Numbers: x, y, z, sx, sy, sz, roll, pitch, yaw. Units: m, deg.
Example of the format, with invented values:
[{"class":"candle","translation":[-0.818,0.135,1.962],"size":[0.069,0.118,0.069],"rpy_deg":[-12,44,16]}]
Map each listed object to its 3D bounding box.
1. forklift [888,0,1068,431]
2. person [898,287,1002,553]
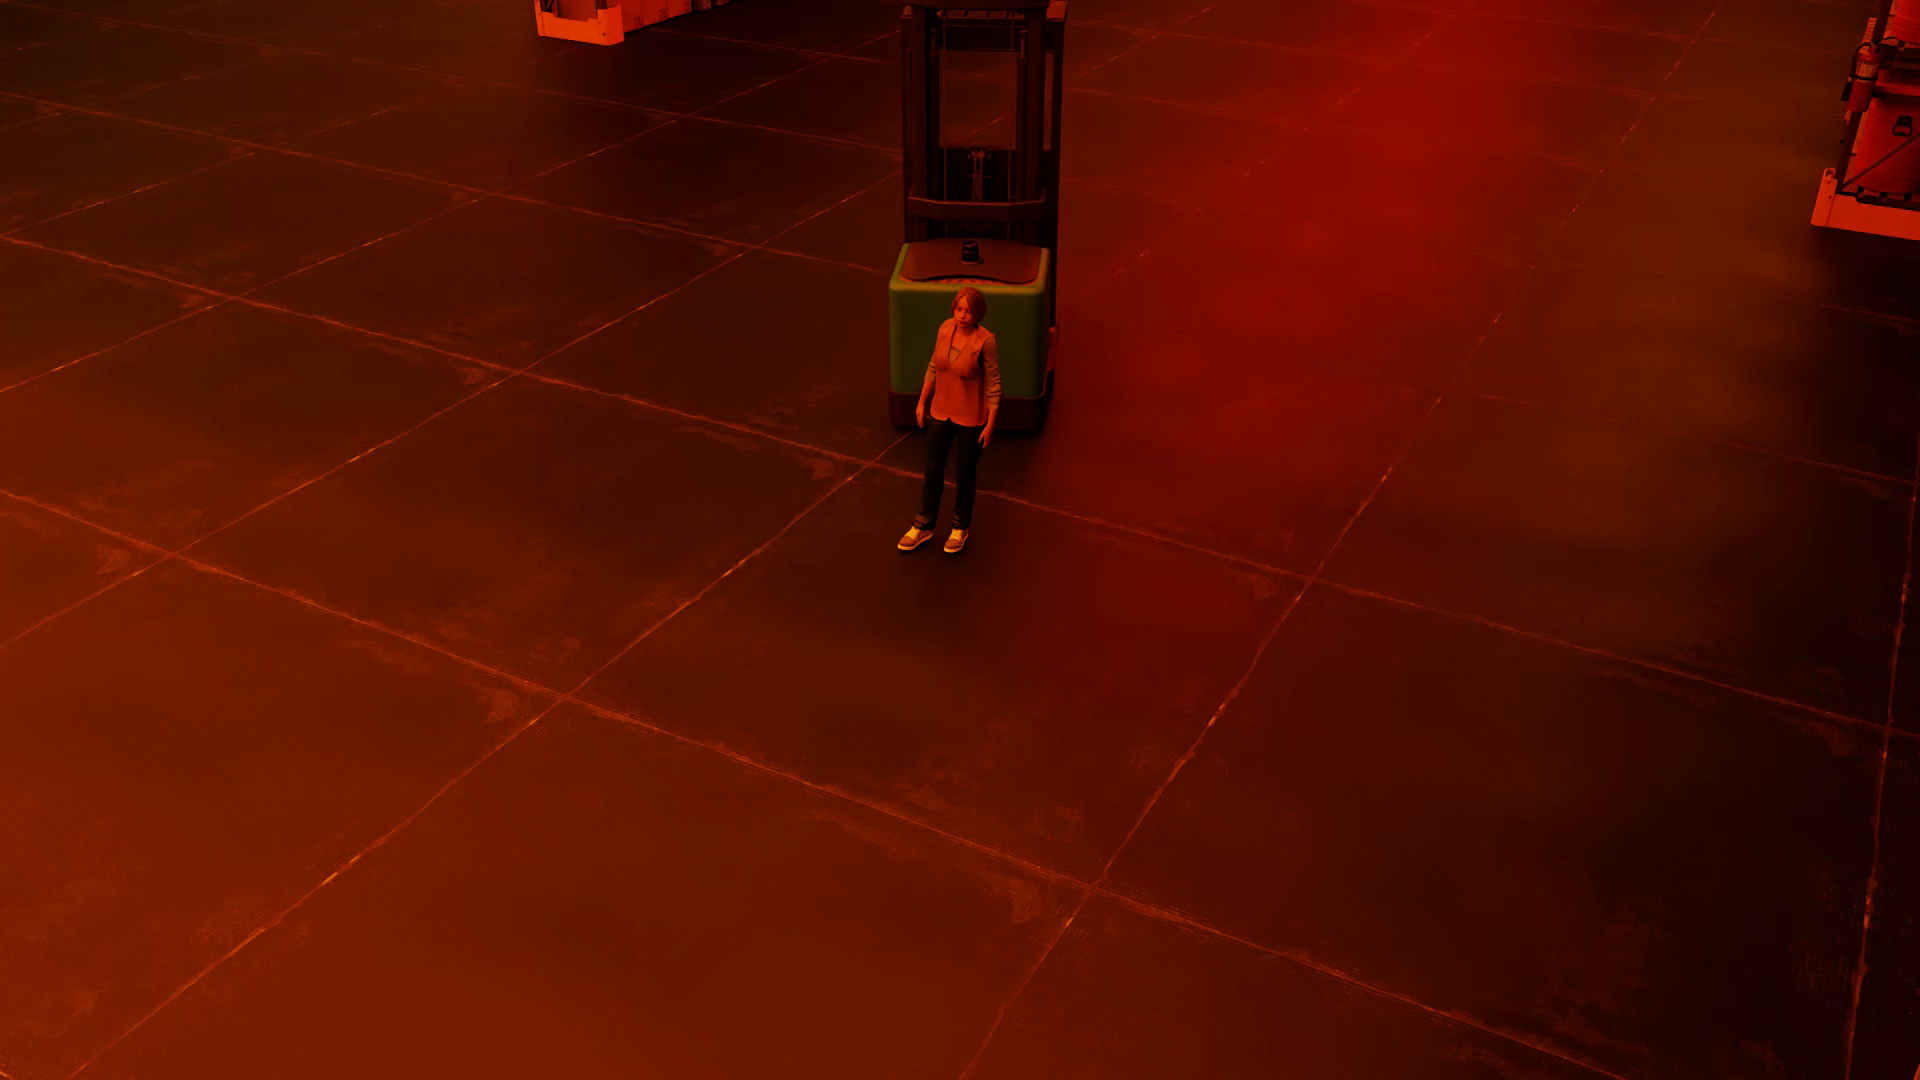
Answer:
[{"class":"forklift","translation":[0.172,-2.709,11.764],"size":[1.130,2.935,3.031],"rpy_deg":[3,30,5]},{"class":"person","translation":[-0.048,-0.669,9.550],"size":[0.520,1.596,0.476],"rpy_deg":[15,33,25]}]
